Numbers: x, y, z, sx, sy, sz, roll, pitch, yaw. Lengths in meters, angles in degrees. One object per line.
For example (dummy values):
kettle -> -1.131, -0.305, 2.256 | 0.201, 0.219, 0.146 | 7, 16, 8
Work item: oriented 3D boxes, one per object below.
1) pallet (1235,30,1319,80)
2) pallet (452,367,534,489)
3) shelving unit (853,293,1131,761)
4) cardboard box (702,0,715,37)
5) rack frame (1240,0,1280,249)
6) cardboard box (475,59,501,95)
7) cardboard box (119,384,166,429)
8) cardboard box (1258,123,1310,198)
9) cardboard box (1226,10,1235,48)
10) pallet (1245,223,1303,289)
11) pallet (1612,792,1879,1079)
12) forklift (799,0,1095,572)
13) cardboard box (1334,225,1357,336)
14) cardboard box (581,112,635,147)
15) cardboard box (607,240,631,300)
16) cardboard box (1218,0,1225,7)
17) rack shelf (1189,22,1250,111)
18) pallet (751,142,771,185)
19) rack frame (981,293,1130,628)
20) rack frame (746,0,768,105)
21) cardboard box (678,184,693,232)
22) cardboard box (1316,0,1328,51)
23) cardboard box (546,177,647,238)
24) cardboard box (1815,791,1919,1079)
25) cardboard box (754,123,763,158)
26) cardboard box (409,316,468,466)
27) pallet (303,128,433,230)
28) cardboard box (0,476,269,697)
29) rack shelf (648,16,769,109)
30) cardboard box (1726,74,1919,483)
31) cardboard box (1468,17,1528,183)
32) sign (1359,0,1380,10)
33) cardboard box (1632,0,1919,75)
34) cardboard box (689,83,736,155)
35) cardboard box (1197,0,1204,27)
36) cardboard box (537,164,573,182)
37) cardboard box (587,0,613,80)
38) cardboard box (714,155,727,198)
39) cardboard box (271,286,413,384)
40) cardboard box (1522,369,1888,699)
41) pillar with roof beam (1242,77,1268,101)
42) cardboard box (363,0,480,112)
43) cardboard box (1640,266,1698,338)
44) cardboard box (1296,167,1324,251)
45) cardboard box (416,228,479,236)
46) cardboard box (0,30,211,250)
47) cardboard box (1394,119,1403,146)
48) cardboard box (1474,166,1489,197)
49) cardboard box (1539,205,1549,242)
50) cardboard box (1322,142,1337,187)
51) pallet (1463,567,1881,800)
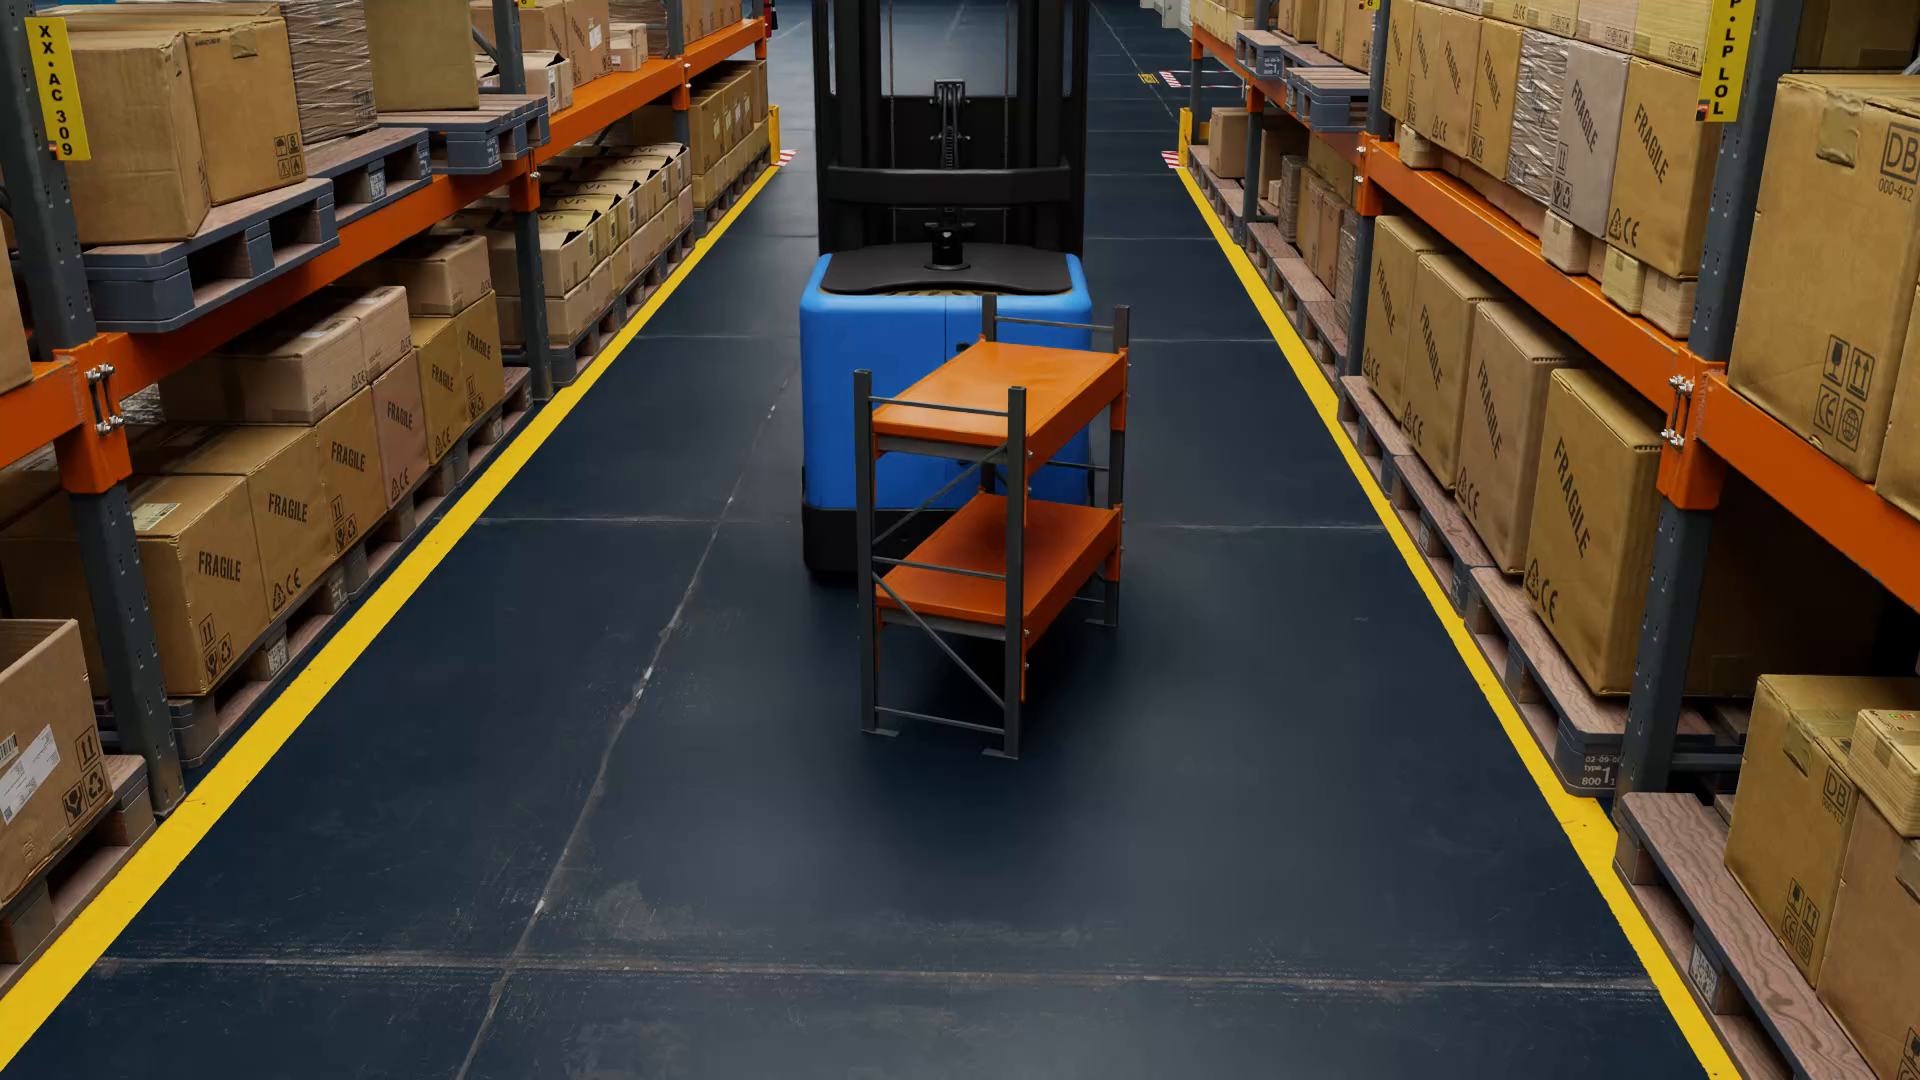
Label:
pallet -> 2.354, -3.135, 10.728 | 1.003, 0.211, 1.213 | 1, 21, 2
pallet -> -2.611, -0.537, 7.621 | 1.003, 0.211, 1.213 | 1, 21, 2
shelving unit -> 0.126, -0.087, 5.199 | 0.538, 1.125, 1.048 | 8, 23, 20
cardboard box -> -2.378, -4.317, 13.370 | 0.700, 0.500, 0.500 | 1, 21, 3
rack frame -> 2.523, -3.500, 11.401 | 1.000, 3.000, 0.127 | 1, 21, 2
cardboard box -> -2.495, -2.196, 8.165 | 0.500, 0.311, 0.500 | 2, 21, 5
cardboard box -> -2.904, -0.241, 5.852 | 0.500, 0.500, 0.500 | 1, 21, 2
cardboard box -> 2.515, -2.915, 12.742 | 0.500, 0.500, 0.500 | -1, 21, -2
cardboard box -> 2.258, -3.794, 12.339 | 0.500, 0.250, 0.500 | 1, 21, 2
pallet -> 2.501, -1.918, 11.180 | 1.003, 0.211, 1.213 | 1, 21, 2
pallet -> 2.178, 0.967, 3.745 | 1.003, 0.211, 1.213 | 1, 21, 2
forklift -> -0.035, -1.731, 6.938 | 1.130, 2.935, 3.031 | 0, 21, 1
cardboard box -> 2.371, -1.354, 8.719 | 0.700, 0.500, 0.500 | 1, 21, 2
cardboard box -> -2.606, -3.167, 12.728 | 0.500, 0.500, 0.500 | 1, 21, 2
cardboard box -> -2.216, -1.576, 9.665 | 0.500, 0.250, 0.500 | 0, 21, 0
cardboard box -> 2.264, -4.325, 12.673 | 0.500, 0.500, 0.500 | 0, 21, 0
rack shelf -> 2.584, -3.887, 13.395 | 1.077, 0.370, 4.000 | 1, 21, 2
pallet -> -2.288, -3.422, 15.056 | 1.003, 0.211, 1.213 | 1, 21, 2
rack frame -> 0.310, -0.259, 5.640 | 0.500, 1.125, 0.032 | 8, 23, 20
rack frame -> -2.307, -4.999, 15.266 | 1.000, 3.000, 0.127 | 1, 21, 2
cardboard box -> -2.151, -2.313, 11.565 | 0.500, 0.250, 0.500 | 0, 21, 1
cardboard box -> 2.461, -3.127, 9.695 | 0.700, 0.500, 0.500 | 4, 21, 9
cardboard box -> -2.200, -2.028, 10.055 | 0.500, 0.311, 0.500 | 0, 21, 1
cardboard box -> 2.136, 0.813, 3.161 | 0.700, 0.500, 0.500 | 0, 21, 1
cardboard box -> -2.031, -3.535, 14.713 | 0.500, 0.250, 0.500 | 1, 21, 2
cardboard box -> -2.360, -0.618, 6.823 | 0.500, 0.500, 0.500 | 0, 21, 0
pallet -> -2.605, -1.314, 6.033 | 1.003, 0.211, 1.213 | 1, 21, 2
cardboard box -> -2.413, 0.128, 4.900 | 0.500, 0.500, 0.500 | 0, 21, -1
rack shelf -> -2.368, -3.940, 13.532 | 1.077, 0.370, 4.000 | 1, 21, 2
cardboard box -> 2.247, -0.551, 3.387 | 0.980, 0.700, 0.700 | 1, 21, 2
cardboard box -> 2.081, -1.518, 5.718 | 0.500, 0.500, 0.500 | 1, 21, 3
sign -> 1.859, -2.559, 7.486 | 0.100, 0.325, 0.005 | 1, 21, 2
cardboard box -> 2.038, -1.323, 4.178 | 0.500, 0.250, 0.500 | 1, 21, 3
cardboard box -> -2.071, -3.342, 13.179 | 0.500, 0.500, 0.500 | 1, 21, 2
cardboard box -> 2.311, -4.524, 14.222 | 0.500, 0.250, 0.500 | 0, 21, 0
cardboard box -> -2.725, -2.213, 10.532 | 0.500, 0.311, 0.500 | 0, 21, 0
cardboard box -> -2.484, -3.131, 10.314 | 0.500, 0.500, 0.500 | 2, 21, 6
cardboard box -> -2.091, -2.812, 12.849 | 0.500, 0.250, 0.500 | 1, 21, 2
cardboard box -> -2.368, -0.765, 6.164 | 0.500, 0.250, 0.500 | 0, 21, 1
cardboard box -> 2.170, -0.037, 4.869 | 0.750, 0.750, 0.750 | 1, 21, 2
pillar with roof beam -> -0.632, -9.697, 19.080 | 9.100, 9.000, 0.400 | 1, 21, 2
cardboard box -> -2.457, -2.120, 7.127 | 0.700, 0.500, 0.500 | -7, 22, -16
cardboard box -> 2.007, -0.625, 4.312 | 0.380, 0.149, 0.250 | 1, 21, 2
cardboard box -> 2.552, -2.086, 10.605 | 0.700, 0.500, 0.500 | 0, 21, 1
cardboard box -> -2.780, -1.474, 8.626 | 0.500, 0.311, 0.500 | 1, 21, 3
cardboard box -> -2.434, -1.071, 4.425 | 0.700, 0.500, 0.500 | -7, 22, -17
cardboard box -> 2.160, -1.829, 7.416 | 0.380, 0.149, 0.250 | 0, 21, 1
cardboard box -> 2.149, -1.363, 6.216 | 0.380, 0.149, 0.250 | 1, 21, 2
cardboard box -> 2.067, -0.993, 5.261 | 0.380, 0.149, 0.250 | 1, 21, 2
cardboard box -> 2.495, -2.275, 10.057 | 0.500, 0.250, 0.500 | 0, 21, 0
pallet -> 2.228, 0.413, 5.172 | 1.003, 0.211, 1.213 | 1, 21, 2
